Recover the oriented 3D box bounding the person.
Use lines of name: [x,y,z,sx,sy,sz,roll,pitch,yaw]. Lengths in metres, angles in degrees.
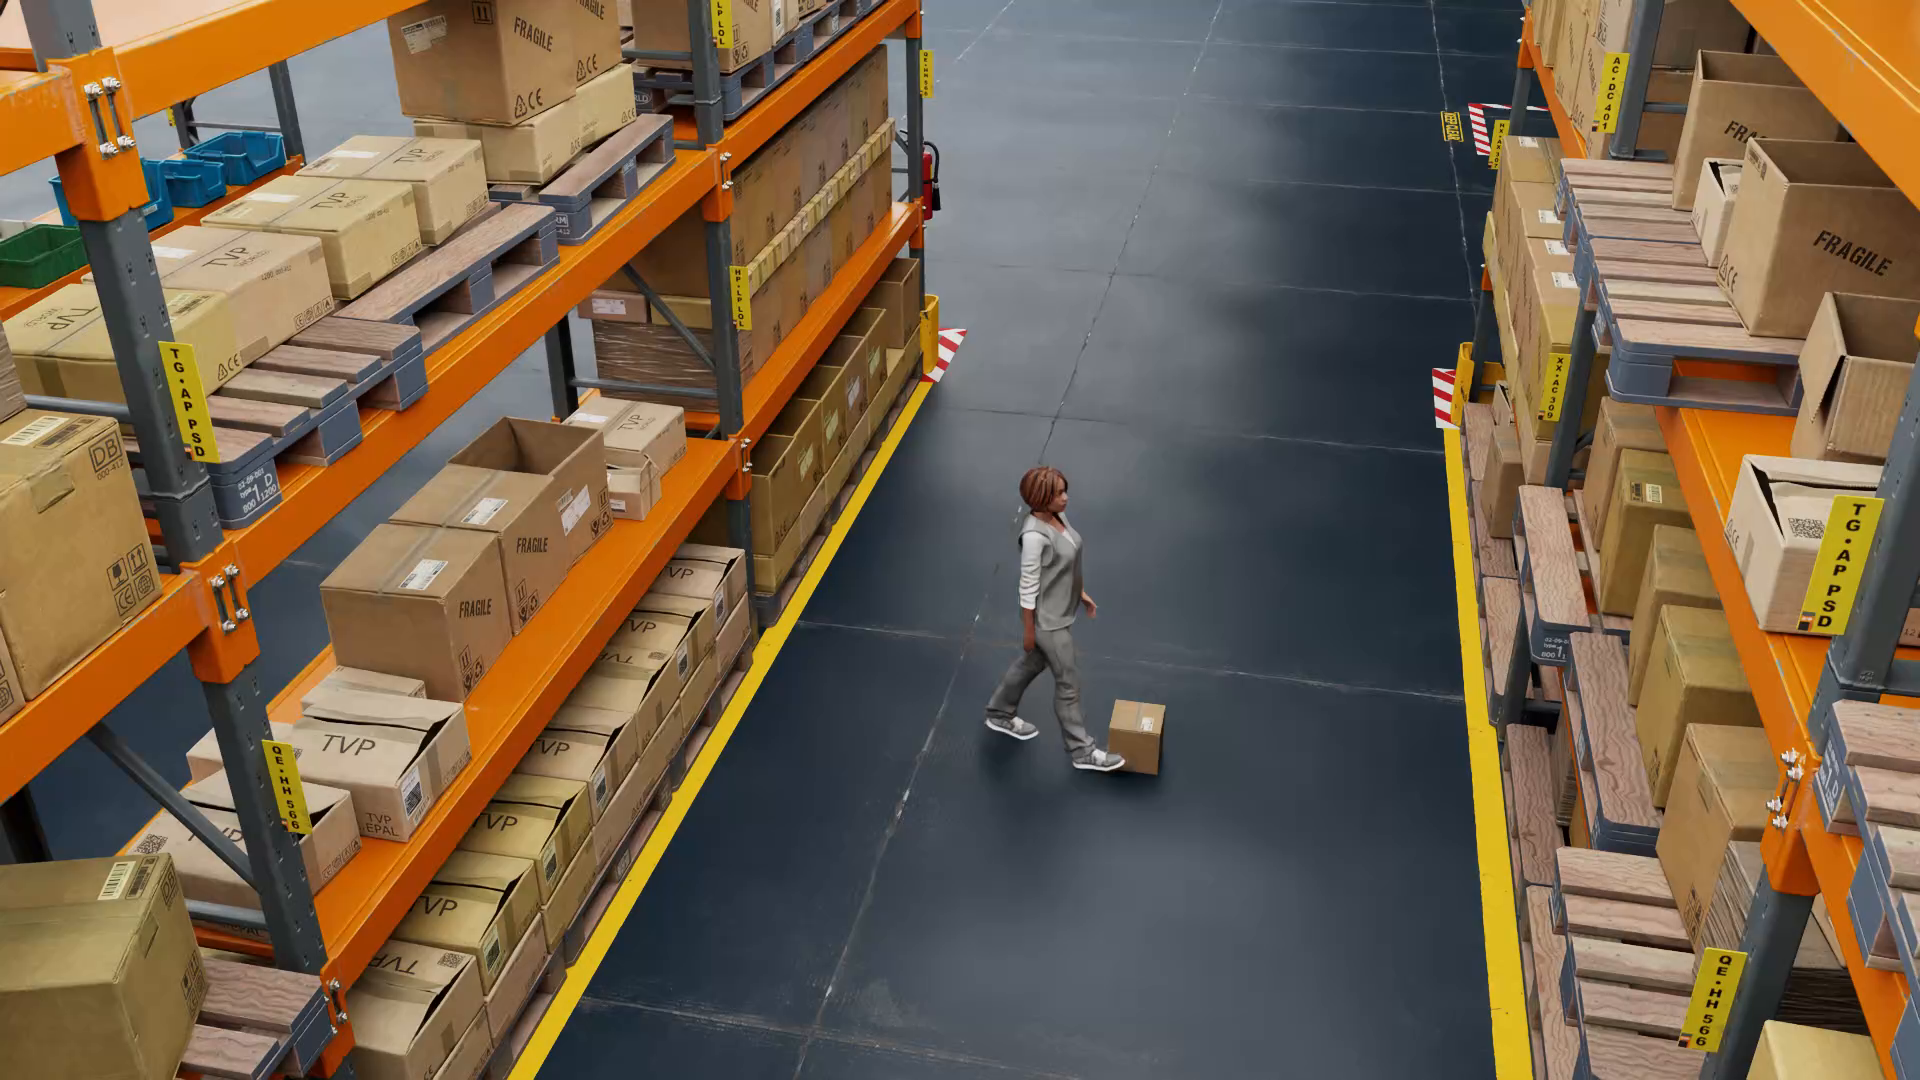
person: [0.474,0.356,7.991,0.748,1.577,0.417,6,30,11]
